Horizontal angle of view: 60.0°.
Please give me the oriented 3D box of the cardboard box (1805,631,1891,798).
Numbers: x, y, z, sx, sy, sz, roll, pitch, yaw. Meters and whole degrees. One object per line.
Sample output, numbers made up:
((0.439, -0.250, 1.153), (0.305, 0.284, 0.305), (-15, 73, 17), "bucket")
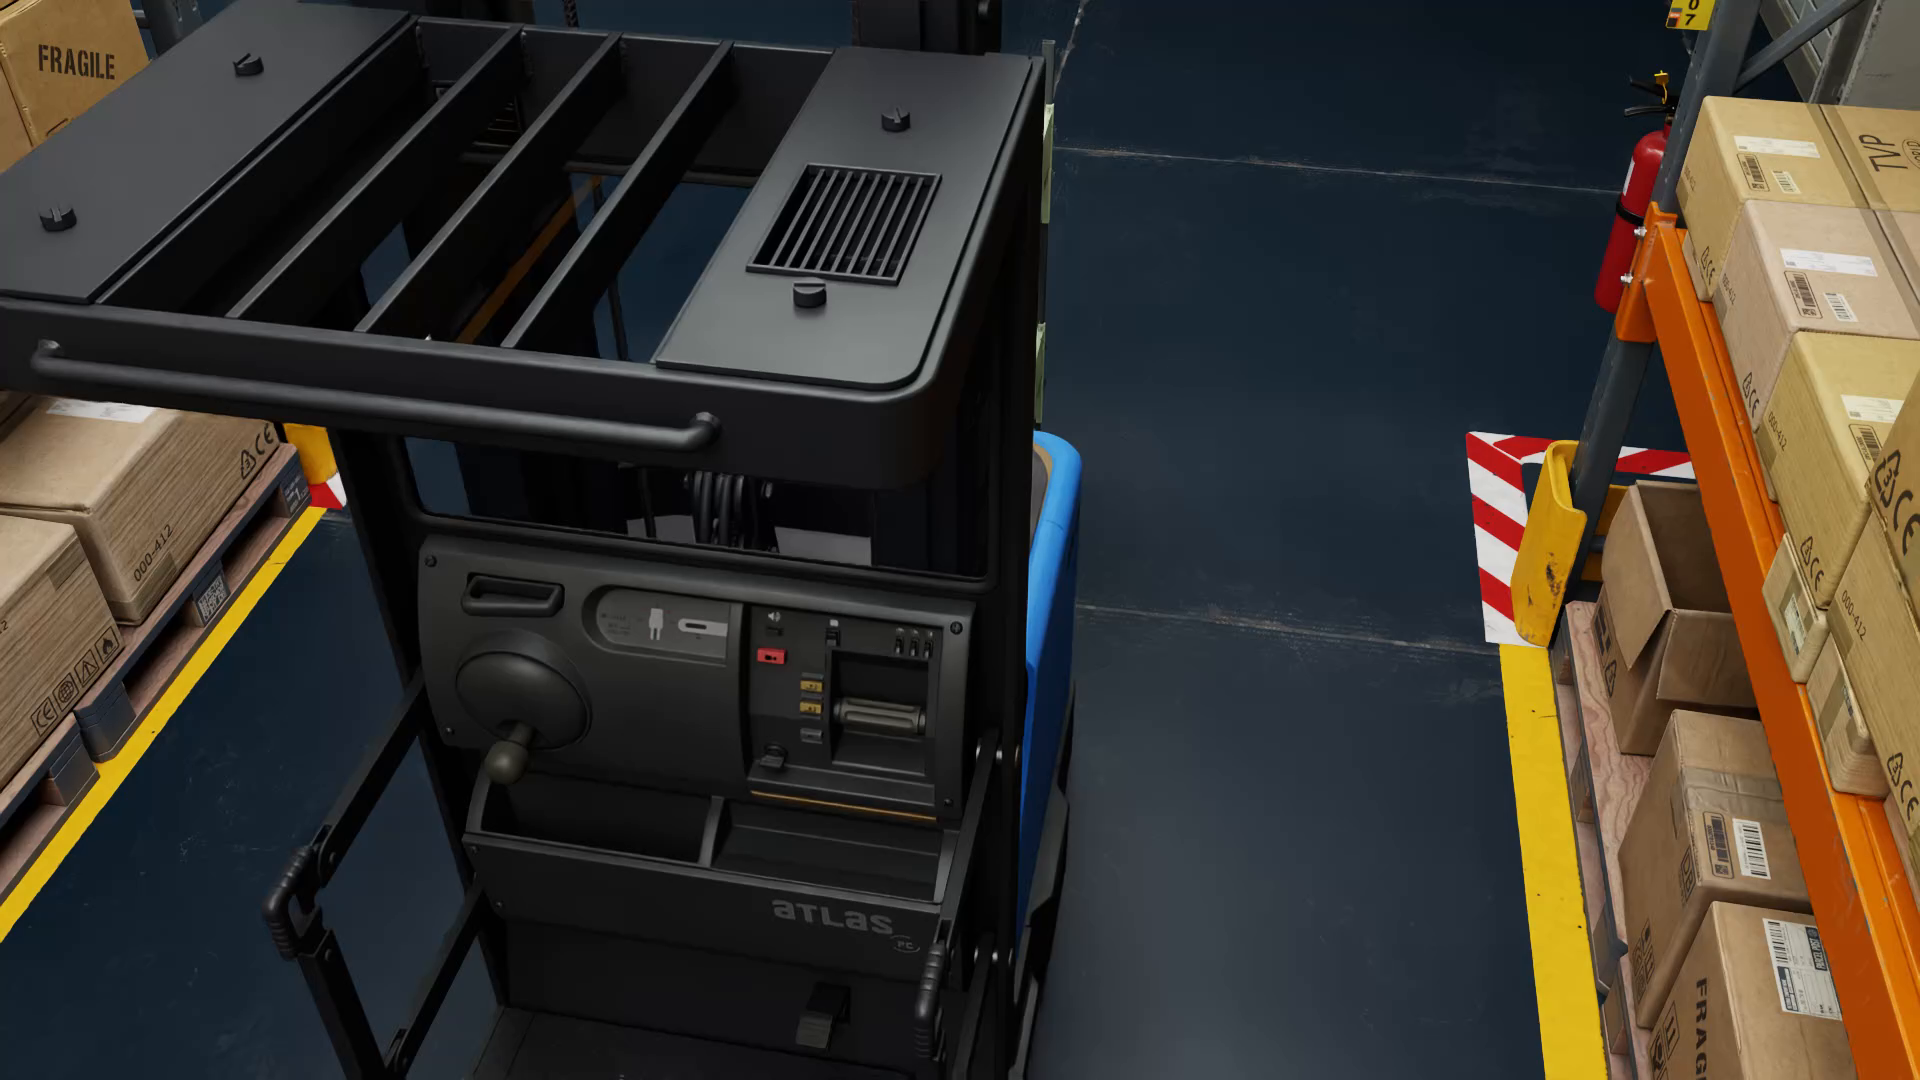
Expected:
((1.632, 0.301, 2.729), (0.380, 0.149, 0.250), (7, 40, 9), "cardboard box")

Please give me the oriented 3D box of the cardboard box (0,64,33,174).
((-2.558, -0.880, 3.882), (0.500, 0.500, 0.500), (6, 40, 7), "cardboard box")

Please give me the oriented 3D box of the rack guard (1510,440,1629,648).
((2.243, 0.069, 4.774), (1.175, 0.500, 0.348), (6, 40, 8), "rack guard")

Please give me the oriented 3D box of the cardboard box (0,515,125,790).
((-2.799, 0.339, 4.167), (0.875, 0.438, 0.875), (7, 40, 9), "cardboard box")

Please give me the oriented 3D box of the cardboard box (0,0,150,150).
((-2.456, -1.194, 4.261), (0.500, 0.500, 0.500), (7, 40, 8), "cardboard box")

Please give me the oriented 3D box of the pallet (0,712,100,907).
((-2.908, 0.862, 4.042), (1.003, 0.211, 1.213), (6, 40, 8), "pallet")

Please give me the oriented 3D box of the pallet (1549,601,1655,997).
((2.106, 0.681, 4.261), (1.003, 0.211, 1.213), (6, 40, 8), "pallet")

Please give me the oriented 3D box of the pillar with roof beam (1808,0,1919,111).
((-0.629, -5.322, 4.624), (9.100, 9.000, 0.400), (6, 40, 8), "pillar with roof beam")

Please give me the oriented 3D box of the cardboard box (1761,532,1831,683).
((1.657, 0.134, 2.931), (0.380, 0.149, 0.250), (5, 40, 6), "cardboard box")

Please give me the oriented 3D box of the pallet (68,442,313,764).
((-2.694, 0.098, 4.966), (1.003, 0.211, 1.213), (6, 40, 8), "pallet")

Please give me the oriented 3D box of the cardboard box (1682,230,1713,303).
((1.929, -0.669, 3.902), (0.380, 0.149, 0.250), (6, 40, 7), "cardboard box")

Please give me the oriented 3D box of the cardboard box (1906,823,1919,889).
((1.583, 0.537, 2.130), (0.500, 0.250, 0.500), (6, 40, 7), "cardboard box")

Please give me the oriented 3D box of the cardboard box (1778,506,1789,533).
((1.775, -0.016, 3.113), (0.380, 0.149, 0.250), (7, 40, 8), "cardboard box")

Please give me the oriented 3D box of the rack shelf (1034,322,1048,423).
((-0.001, -0.323, 4.975), (0.431, 0.370, 0.720), (6, 40, 8), "rack shelf")

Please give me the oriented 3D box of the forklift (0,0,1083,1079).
((-0.480, 0.316, 2.567), (1.130, 2.935, 3.031), (7, 40, 8), "forklift")

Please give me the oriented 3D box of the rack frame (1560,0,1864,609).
((2.256, -0.942, 4.035), (1.000, 3.000, 0.127), (6, 40, 8), "rack frame")

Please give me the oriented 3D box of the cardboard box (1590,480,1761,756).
((2.057, 0.232, 4.245), (0.797, 0.503, 0.637), (5, 40, 6), "cardboard box")

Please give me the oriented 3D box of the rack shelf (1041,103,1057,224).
((-0.001, -0.875, 4.518), (0.431, 0.370, 0.720), (6, 40, 8), "rack shelf")

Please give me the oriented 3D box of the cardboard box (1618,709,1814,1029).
((1.871, 0.765, 3.603), (0.700, 0.500, 0.500), (8, 40, 9), "cardboard box")

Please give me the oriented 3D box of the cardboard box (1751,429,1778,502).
((1.815, -0.184, 3.315), (0.380, 0.149, 0.250), (8, 40, 9), "cardboard box")

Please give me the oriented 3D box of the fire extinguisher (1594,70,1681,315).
((1.827, -0.912, 4.352), (0.296, 0.674, 0.183), (6, 40, 8), "fire extinguisher")

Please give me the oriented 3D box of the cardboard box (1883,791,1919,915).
((1.655, 0.471, 2.524), (0.380, 0.149, 0.250), (6, 40, 8), "cardboard box")

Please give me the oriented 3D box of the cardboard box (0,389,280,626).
((-2.649, -0.236, 4.863), (0.875, 0.438, 0.875), (5, 40, 6), "cardboard box")

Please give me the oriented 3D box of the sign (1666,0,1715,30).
((1.722, -1.335, 3.832), (0.100, 0.325, 0.005), (6, 40, 8), "sign")

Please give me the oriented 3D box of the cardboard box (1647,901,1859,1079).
((1.681, 1.086, 3.215), (0.500, 0.500, 0.500), (7, 40, 8), "cardboard box")

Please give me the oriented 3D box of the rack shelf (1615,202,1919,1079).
((1.910, 0.590, 2.746), (1.077, 0.370, 4.000), (6, 40, 8), "rack shelf")

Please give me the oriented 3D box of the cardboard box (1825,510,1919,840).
((1.673, 0.214, 2.521), (0.500, 0.250, 0.500), (5, 40, 7), "cardboard box")

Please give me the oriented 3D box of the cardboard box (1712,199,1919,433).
((1.825, -0.427, 3.297), (0.500, 0.250, 0.500), (7, 40, 8), "cardboard box")

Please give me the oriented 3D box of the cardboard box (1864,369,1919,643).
((1.653, -0.091, 2.302), (0.500, 0.500, 0.500), (7, 40, 9), "cardboard box")

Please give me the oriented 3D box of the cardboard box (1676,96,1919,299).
((1.912, -0.744, 3.680), (0.500, 0.250, 0.500), (7, 40, 8), "cardboard box")

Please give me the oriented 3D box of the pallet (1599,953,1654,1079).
((1.893, 1.444, 3.338), (1.003, 0.211, 1.213), (6, 40, 8), "pallet")

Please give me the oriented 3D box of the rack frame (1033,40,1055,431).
((0.062, -0.804, 5.045), (0.400, 1.500, 0.023), (6, 40, 8), "rack frame")

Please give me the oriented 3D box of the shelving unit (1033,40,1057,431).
((-0.001, -0.574, 4.767), (0.431, 1.500, 0.755), (6, 40, 8), "shelving unit")

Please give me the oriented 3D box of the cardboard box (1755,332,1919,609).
((1.741, -0.109, 2.912), (0.500, 0.250, 0.500), (6, 40, 7), "cardboard box")

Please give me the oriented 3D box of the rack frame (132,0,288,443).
((-2.633, -1.487, 4.694), (1.000, 3.000, 0.127), (6, 40, 8), "rack frame")

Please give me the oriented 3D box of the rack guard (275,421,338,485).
((-2.629, -0.539, 5.509), (1.175, 0.500, 0.348), (6, 40, 8), "rack guard")
